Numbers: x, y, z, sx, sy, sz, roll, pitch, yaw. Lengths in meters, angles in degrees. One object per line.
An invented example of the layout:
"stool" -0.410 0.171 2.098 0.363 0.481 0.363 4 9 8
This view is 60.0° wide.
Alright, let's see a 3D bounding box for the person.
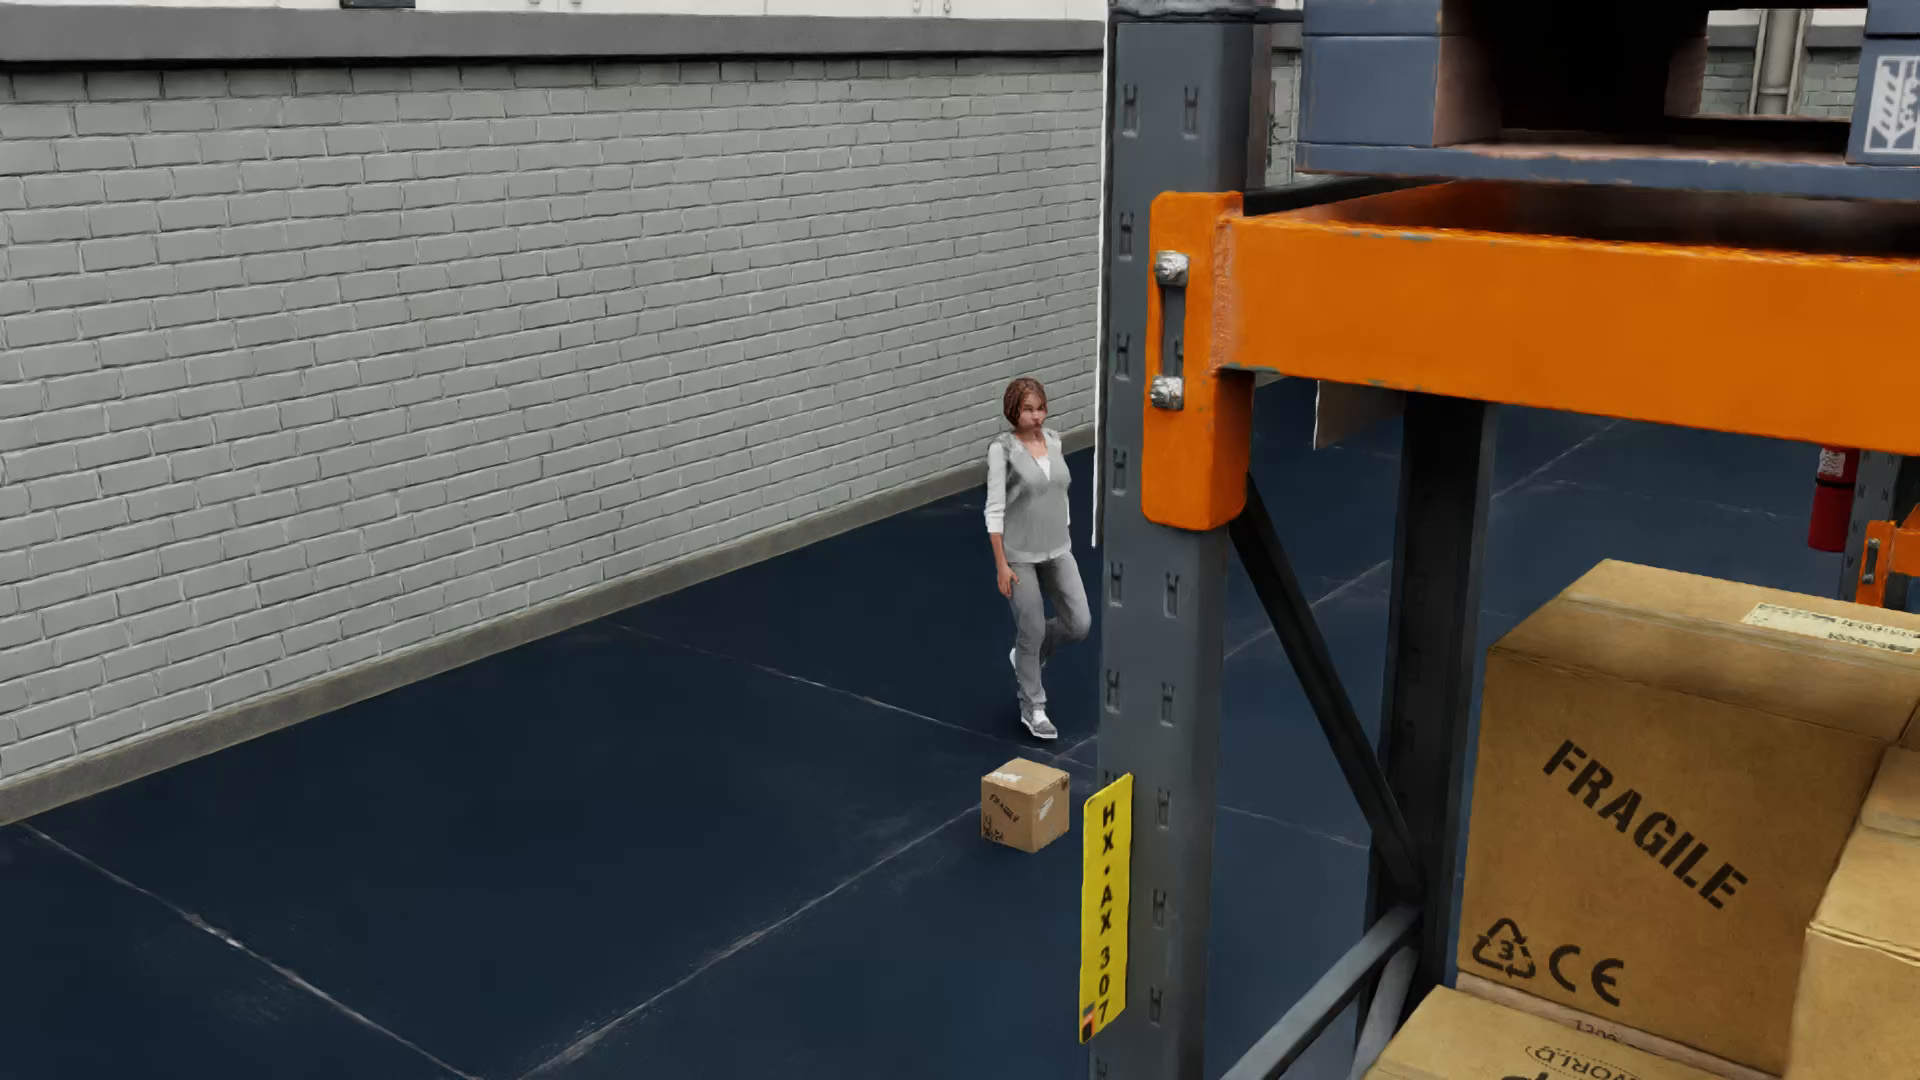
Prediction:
"person" 0.314 0.078 7.244 0.449 1.597 0.453 -10 20 -31
